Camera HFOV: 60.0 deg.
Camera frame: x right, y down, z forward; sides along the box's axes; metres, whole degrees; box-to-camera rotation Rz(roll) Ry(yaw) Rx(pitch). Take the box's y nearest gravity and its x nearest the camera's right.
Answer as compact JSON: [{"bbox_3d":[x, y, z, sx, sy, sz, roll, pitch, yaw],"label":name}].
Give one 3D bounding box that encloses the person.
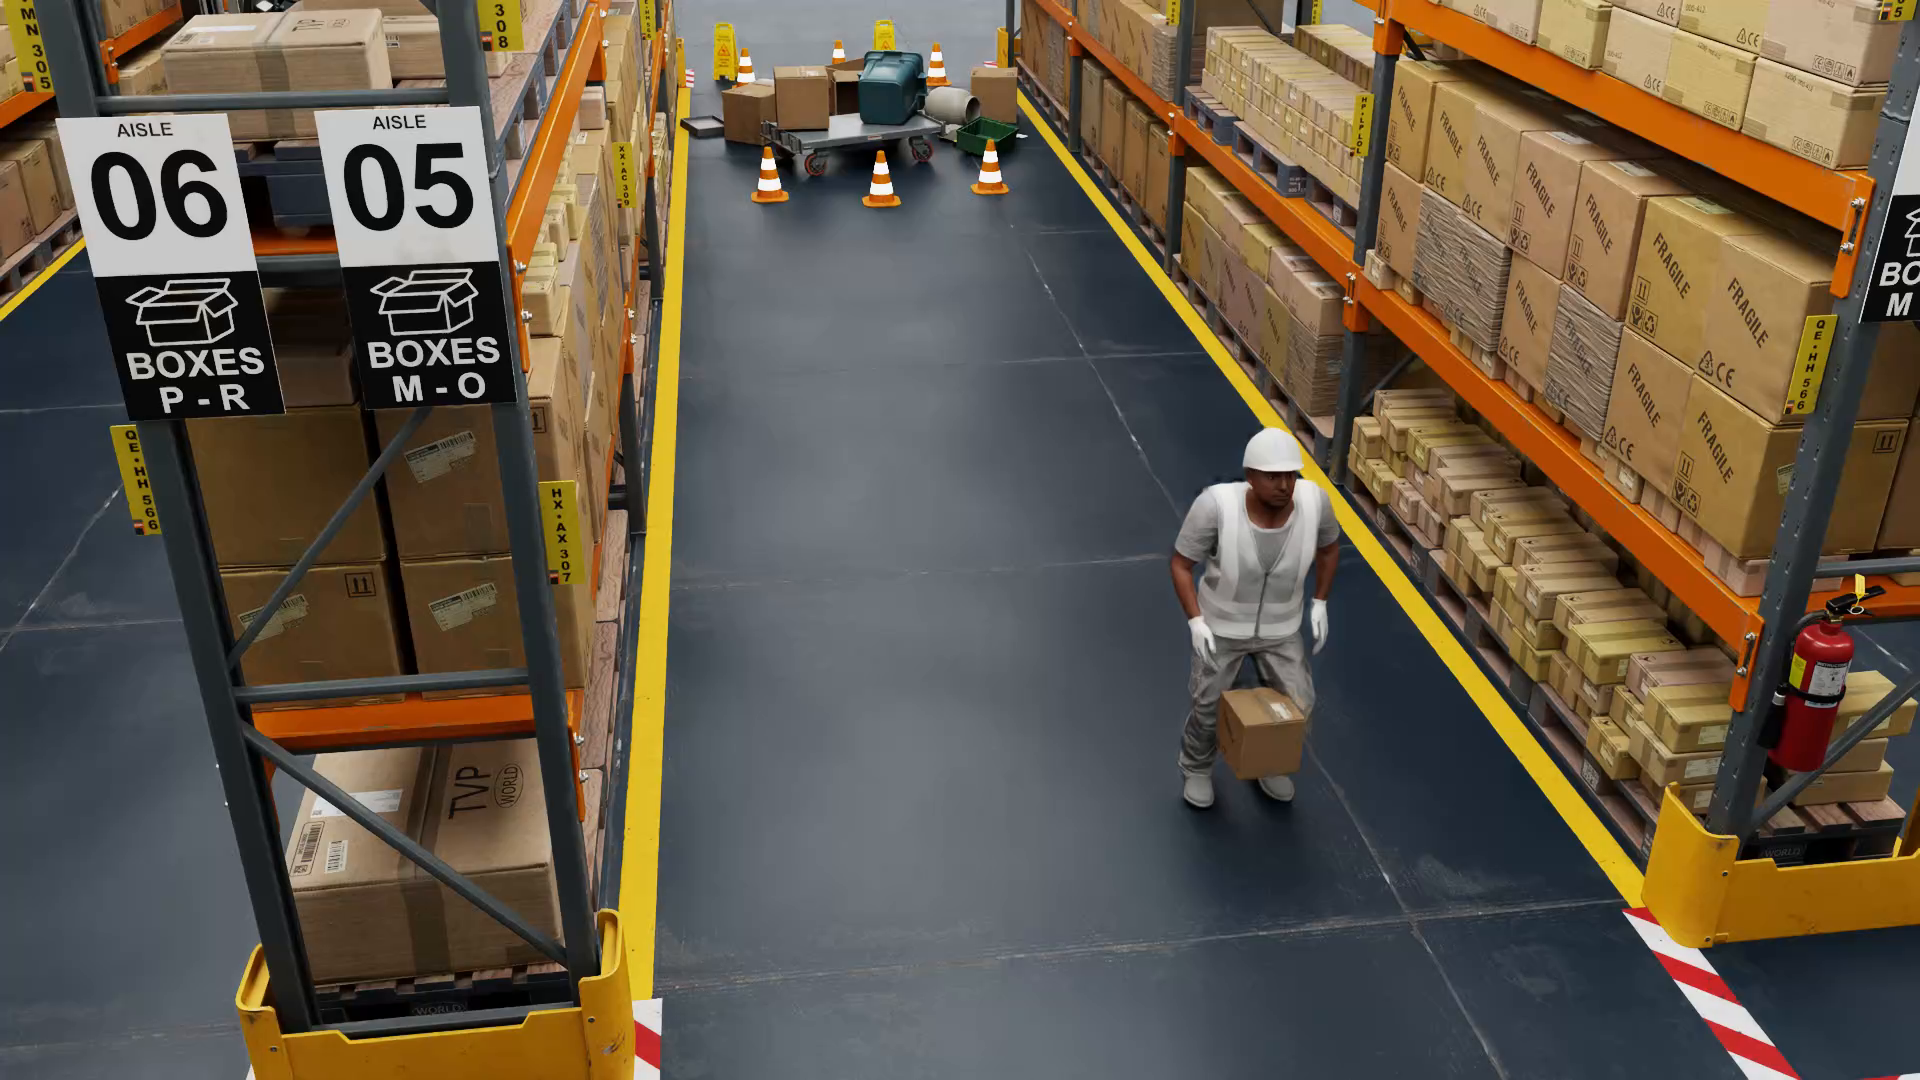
[{"bbox_3d":[1.145,0.336,6.494,0.677,1.729,0.545,-2,27,-4],"label":"person"}]
